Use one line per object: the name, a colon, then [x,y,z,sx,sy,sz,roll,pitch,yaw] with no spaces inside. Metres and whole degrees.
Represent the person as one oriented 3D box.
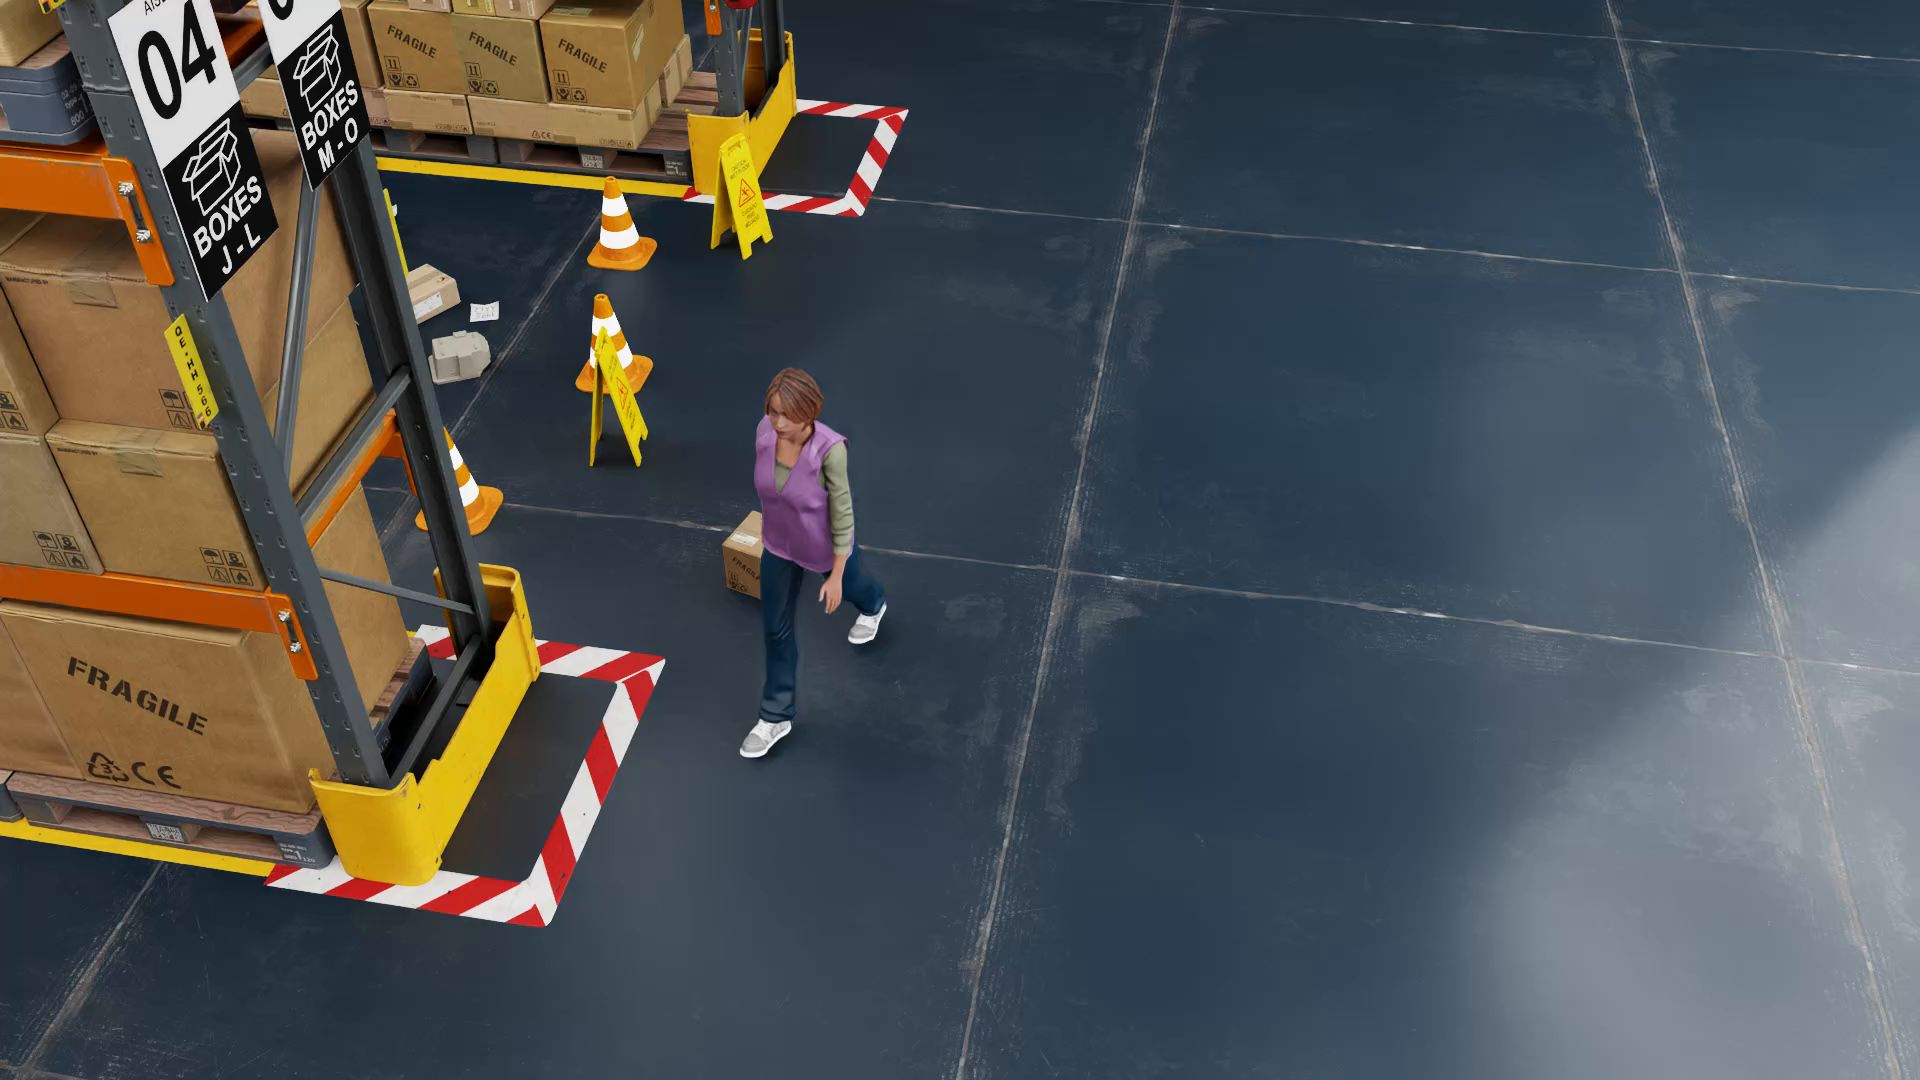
person: [-0.556,0.008,6.158,0.437,1.546,0.968,15,43,16]
